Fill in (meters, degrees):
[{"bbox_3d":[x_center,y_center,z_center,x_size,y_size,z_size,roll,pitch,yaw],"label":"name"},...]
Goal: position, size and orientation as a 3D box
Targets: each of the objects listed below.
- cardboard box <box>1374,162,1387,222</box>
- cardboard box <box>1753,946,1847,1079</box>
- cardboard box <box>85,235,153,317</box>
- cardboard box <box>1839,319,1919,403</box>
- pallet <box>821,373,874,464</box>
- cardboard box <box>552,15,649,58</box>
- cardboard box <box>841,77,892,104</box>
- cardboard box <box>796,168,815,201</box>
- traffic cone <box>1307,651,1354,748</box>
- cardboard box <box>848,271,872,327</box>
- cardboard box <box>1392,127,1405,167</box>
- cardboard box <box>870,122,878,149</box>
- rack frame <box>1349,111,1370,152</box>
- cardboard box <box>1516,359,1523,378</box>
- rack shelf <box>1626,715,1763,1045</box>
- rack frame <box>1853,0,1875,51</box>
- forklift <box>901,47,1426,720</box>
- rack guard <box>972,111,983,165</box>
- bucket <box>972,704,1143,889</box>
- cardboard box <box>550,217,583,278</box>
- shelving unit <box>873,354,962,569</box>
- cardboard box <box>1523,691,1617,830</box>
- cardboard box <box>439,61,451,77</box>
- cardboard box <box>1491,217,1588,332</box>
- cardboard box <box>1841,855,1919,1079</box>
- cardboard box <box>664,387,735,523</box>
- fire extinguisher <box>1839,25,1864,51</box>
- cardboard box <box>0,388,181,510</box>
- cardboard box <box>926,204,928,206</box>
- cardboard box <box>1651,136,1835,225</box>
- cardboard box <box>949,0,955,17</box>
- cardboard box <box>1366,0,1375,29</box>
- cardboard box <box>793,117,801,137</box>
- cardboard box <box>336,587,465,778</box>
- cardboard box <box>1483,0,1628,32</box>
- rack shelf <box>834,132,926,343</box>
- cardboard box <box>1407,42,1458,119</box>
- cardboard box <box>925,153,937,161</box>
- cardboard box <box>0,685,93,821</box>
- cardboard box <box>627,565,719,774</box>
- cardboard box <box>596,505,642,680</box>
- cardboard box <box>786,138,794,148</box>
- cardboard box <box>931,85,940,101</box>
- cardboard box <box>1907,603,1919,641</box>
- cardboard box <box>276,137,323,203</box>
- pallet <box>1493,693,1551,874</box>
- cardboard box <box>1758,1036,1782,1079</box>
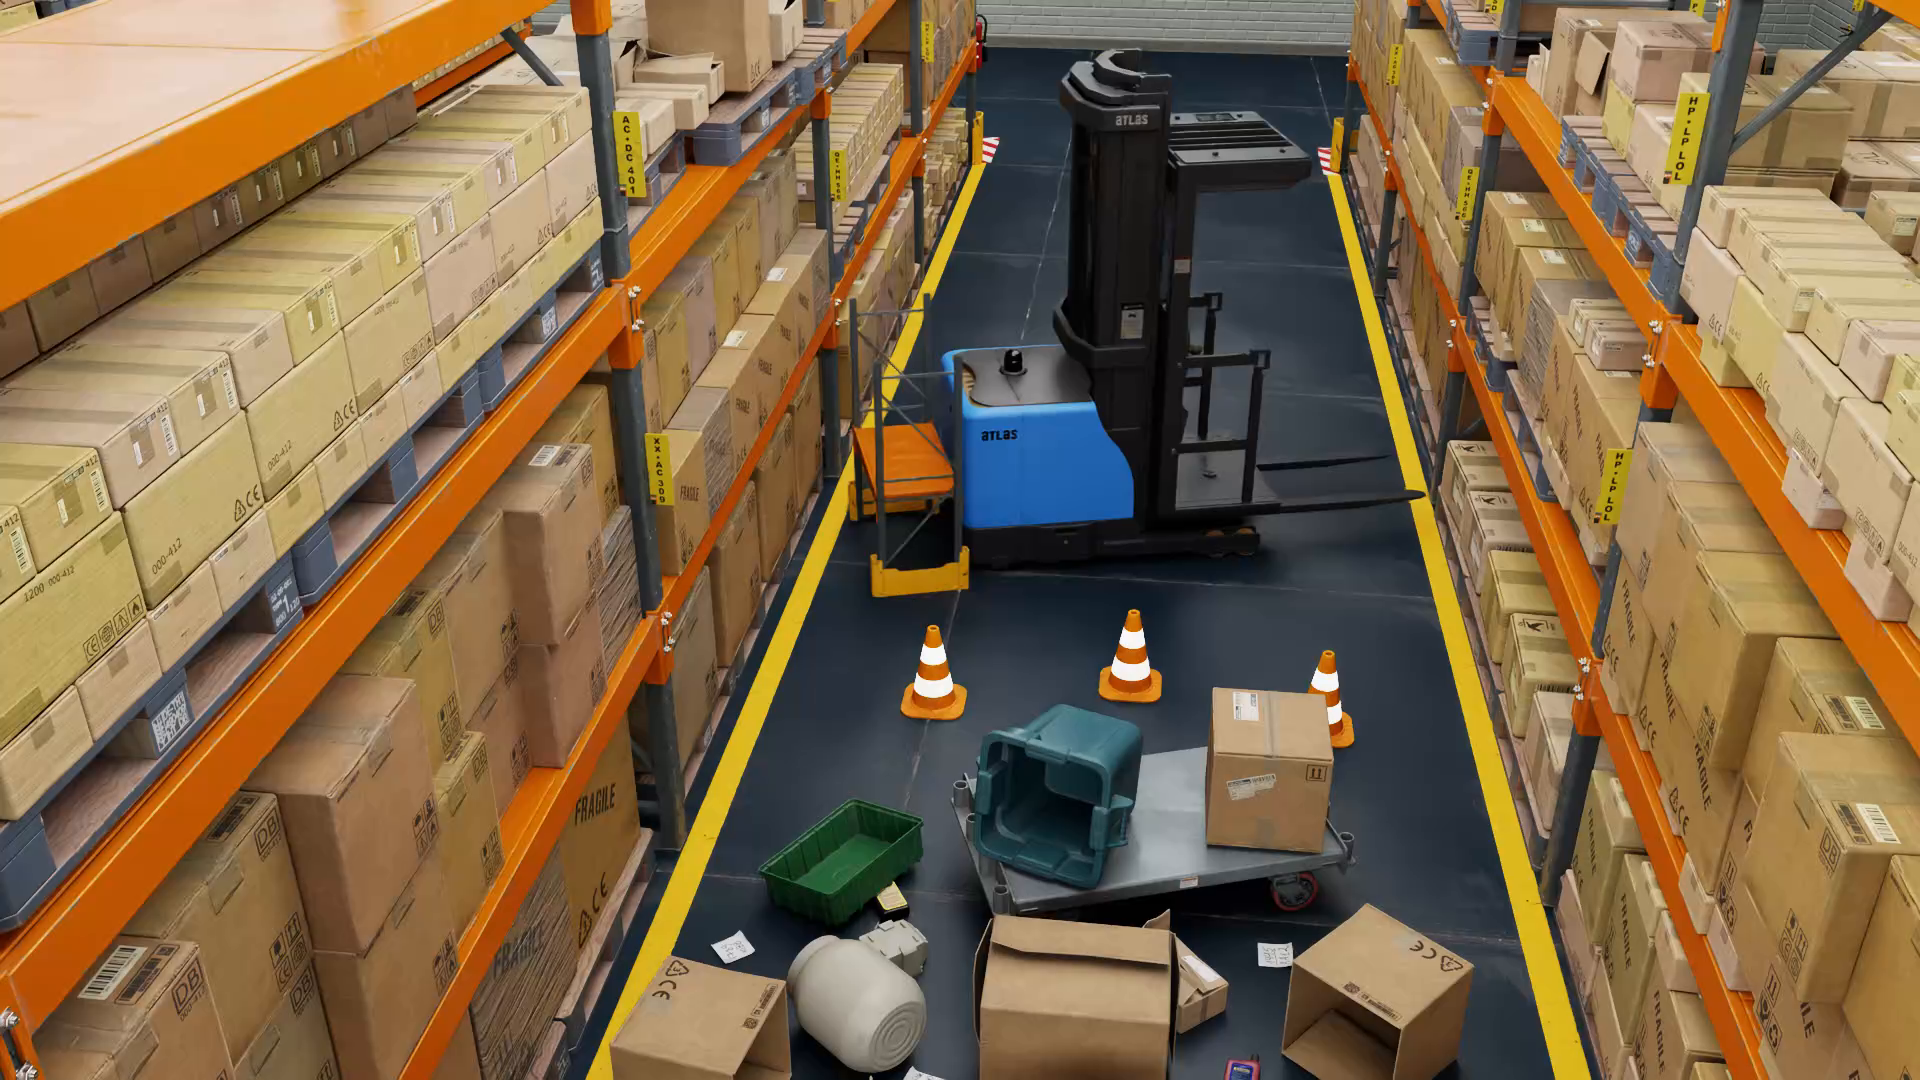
[{"bbox_3d":[4.396,-3.201,15.580,0.875,0.438,0.875,3,28,5],"label":"cardboard box"},{"bbox_3d":[2.557,1.298,4.551,0.500,0.500,0.500,3,28,6],"label":"cardboard box"},{"bbox_3d":[-2.478,-0.411,3.856,0.388,0.149,1.526,3,29,6],"label":"cardboard box"},{"bbox_3d":[2.656,-0.483,4.538,0.380,0.149,0.250,3,28,5],"label":"cardboard box"},{"bbox_3d":[-1.214,-0.931,12.047,1.003,0.211,1.213,3,28,6],"label":"pallet"},{"bbox_3d":[-1.743,-2.495,8.394,0.500,0.311,0.500,3,28,5],"label":"cardboard box"},{"bbox_3d":[-0.743,-3.561,13.185,0.380,0.149,0.250,2,28,5],"label":"cardboard box"},{"bbox_3d":[-1.062,-2.335,10.909,0.380,0.149,0.250,3,28,6],"label":"cardboard box"},{"bbox_3d":[1.886,0.784,8.599,0.336,0.463,0.334,3,28,6],"label":"traffic cone"},{"bbox_3d":[-0.925,-1.754,12.038,0.500,0.250,0.500,3,28,6],"label":"cardboard box"},{"bbox_3d":[3.788,-3.176,13.432,0.500,0.250,0.500,3,28,5],"label":"cardboard box"},{"bbox_3d":[-0.832,-3.059,12.566,0.380,0.149,0.250,3,29,6],"label":"cardboard box"},{"bbox_3d":[4.597,-5.316,17.247,0.949,2.616,0.053,3,28,6],"label":"rack frame"},{"bbox_3d":[3.236,-0.979,9.019,0.380,0.149,0.250,5,29,9],"label":"cardboard box"},{"bbox_3d":[2.878,1.504,5.139,0.919,0.124,3.809,3,28,6],"label":"rack shelf"},{"bbox_3d":[9.520,-5.030,16.715,1.000,3.000,0.127,3,28,6],"label":"rack frame"},{"bbox_3d":[1.265,-1.052,9.404,3.586,2.935,2.622,-4,29,-8],"label":"forklift"},{"bbox_3d":[-0.341,-4.420,18.220,1.175,0.500,0.348,3,28,6],"label":"rack guard"},{"bbox_3d":[0.470,1.062,7.257,0.726,0.611,0.620,14,21,24],"label":"bucket"},{"bbox_3d":[-1.560,-1.038,5.860,0.380,0.149,0.250,4,29,7],"label":"cardboard box"},{"bbox_3d":[-0.325,-0.574,10.026,0.500,1.500,0.985,-5,29,-10],"label":"shelving unit"},{"bbox_3d":[3.185,1.057,7.745,0.950,0.372,0.625,4,29,7],"label":"cardboard box"},{"bbox_3d":[-5.207,-4.629,16.236,0.380,0.149,0.250,4,29,7],"label":"cardboard box"},{"bbox_3d":[3.272,-1.466,9.239,0.500,0.500,0.500,5,29,9],"label":"cardboard box"},{"bbox_3d":[2.549,1.109,3.848,0.700,0.500,0.500,4,29,7],"label":"cardboard box"},{"bbox_3d":[-1.409,-0.421,8.056,0.500,0.500,0.500,4,29,7],"label":"cardboard box"},{"bbox_3d":[9.080,-4.927,17.000,0.296,0.674,0.183,3,28,6],"label":"fire extinguisher"},{"bbox_3d":[-1.872,-0.192,3.449,0.380,0.149,0.250,3,28,5],"label":"cardboard box"},{"bbox_3d":[-0.488,-3.254,15.669,0.380,0.149,0.250,2,28,4],"label":"cardboard box"},{"bbox_3d":[3.051,-1.390,6.513,0.500,0.250,0.500,3,28,5],"label":"cardboard box"},{"bbox_3d":[-0.319,-5.209,15.574,0.500,0.500,0.500,2,28,4],"label":"cardboard box"},{"bbox_3d":[4.140,-5.105,15.695,0.500,0.500,0.500,3,28,6],"label":"cardboard box"},{"bbox_3d":[-1.449,-3.227,12.878,0.380,0.149,0.250,4,29,8],"label":"cardboard box"},{"bbox_3d":[-2.093,0.484,5.184,0.875,0.550,0.500,3,28,6],"label":"cardboard box"},{"bbox_3d":[3.510,-3.288,9.768,0.797,0.503,0.637,2,28,3],"label":"cardboard box"},{"bbox_3d":[-1.067,-2.415,12.621,1.077,0.370,4.000,3,28,6],"label":"rack shelf"},{"bbox_3d":[3.729,-3.486,12.691,0.500,0.500,0.500,3,28,6],"label":"cardboard box"},{"bbox_3d":[-0.426,-3.636,16.064,0.380,0.149,0.250,2,28,4],"label":"cardboard box"},{"bbox_3d":[-1.932,0.394,3.203,0.380,0.149,0.250,4,29,7],"label":"cardboard box"},{"bbox_3d":[-1.815,0.600,8.194,1.050,0.750,0.750,3,28,6],"label":"cardboard box"},{"bbox_3d":[-1.835,0.201,6.849,0.875,0.550,0.550,3,28,6],"label":"cardboard box"},{"bbox_3d":[-1.481,-2.974,12.722,0.380,0.149,0.250,3,28,5],"label":"cardboard box"},{"bbox_3d":[-0.389,-4.174,15.392,0.380,0.149,0.250,4,29,7],"label":"cardboard box"},{"bbox_3d":[2.584,0.220,4.074,0.380,0.149,0.250,3,28,5],"label":"cardboard box"},{"bbox_3d":[-2.276,-1.187,5.297,0.380,0.149,0.250,3,28,5],"label":"cardboard box"},{"bbox_3d":[3.217,1.193,8.104,1.003,0.211,1.213,3,28,6],"label":"pallet"},{"bbox_3d":[2.554,1.531,4.802,0.380,0.149,0.250,3,28,6],"label":"cardboard box"}]
